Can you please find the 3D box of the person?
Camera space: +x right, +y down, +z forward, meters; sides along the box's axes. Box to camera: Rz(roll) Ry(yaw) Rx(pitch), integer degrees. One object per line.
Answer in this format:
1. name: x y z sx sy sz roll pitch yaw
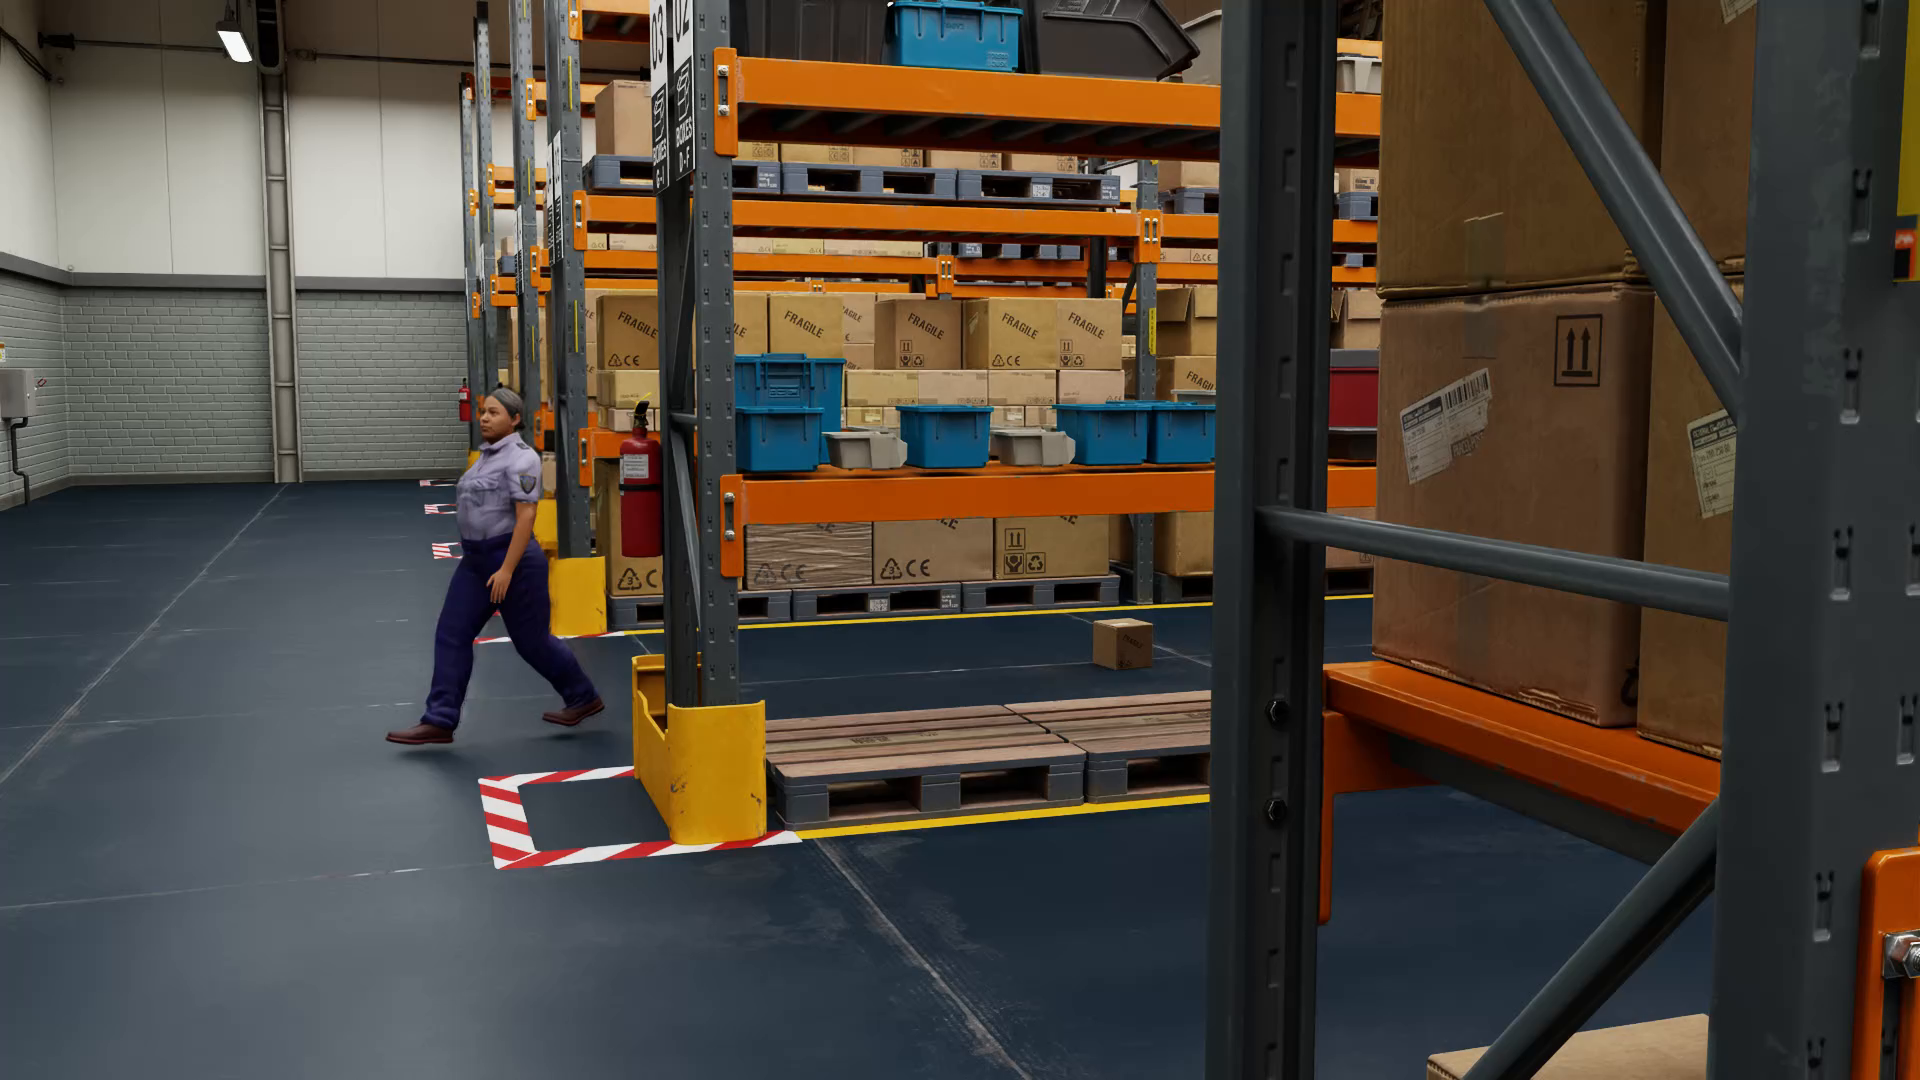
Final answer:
1. person: -2.084 0.117 7.507 0.978 1.598 0.512 -6 8 -43
